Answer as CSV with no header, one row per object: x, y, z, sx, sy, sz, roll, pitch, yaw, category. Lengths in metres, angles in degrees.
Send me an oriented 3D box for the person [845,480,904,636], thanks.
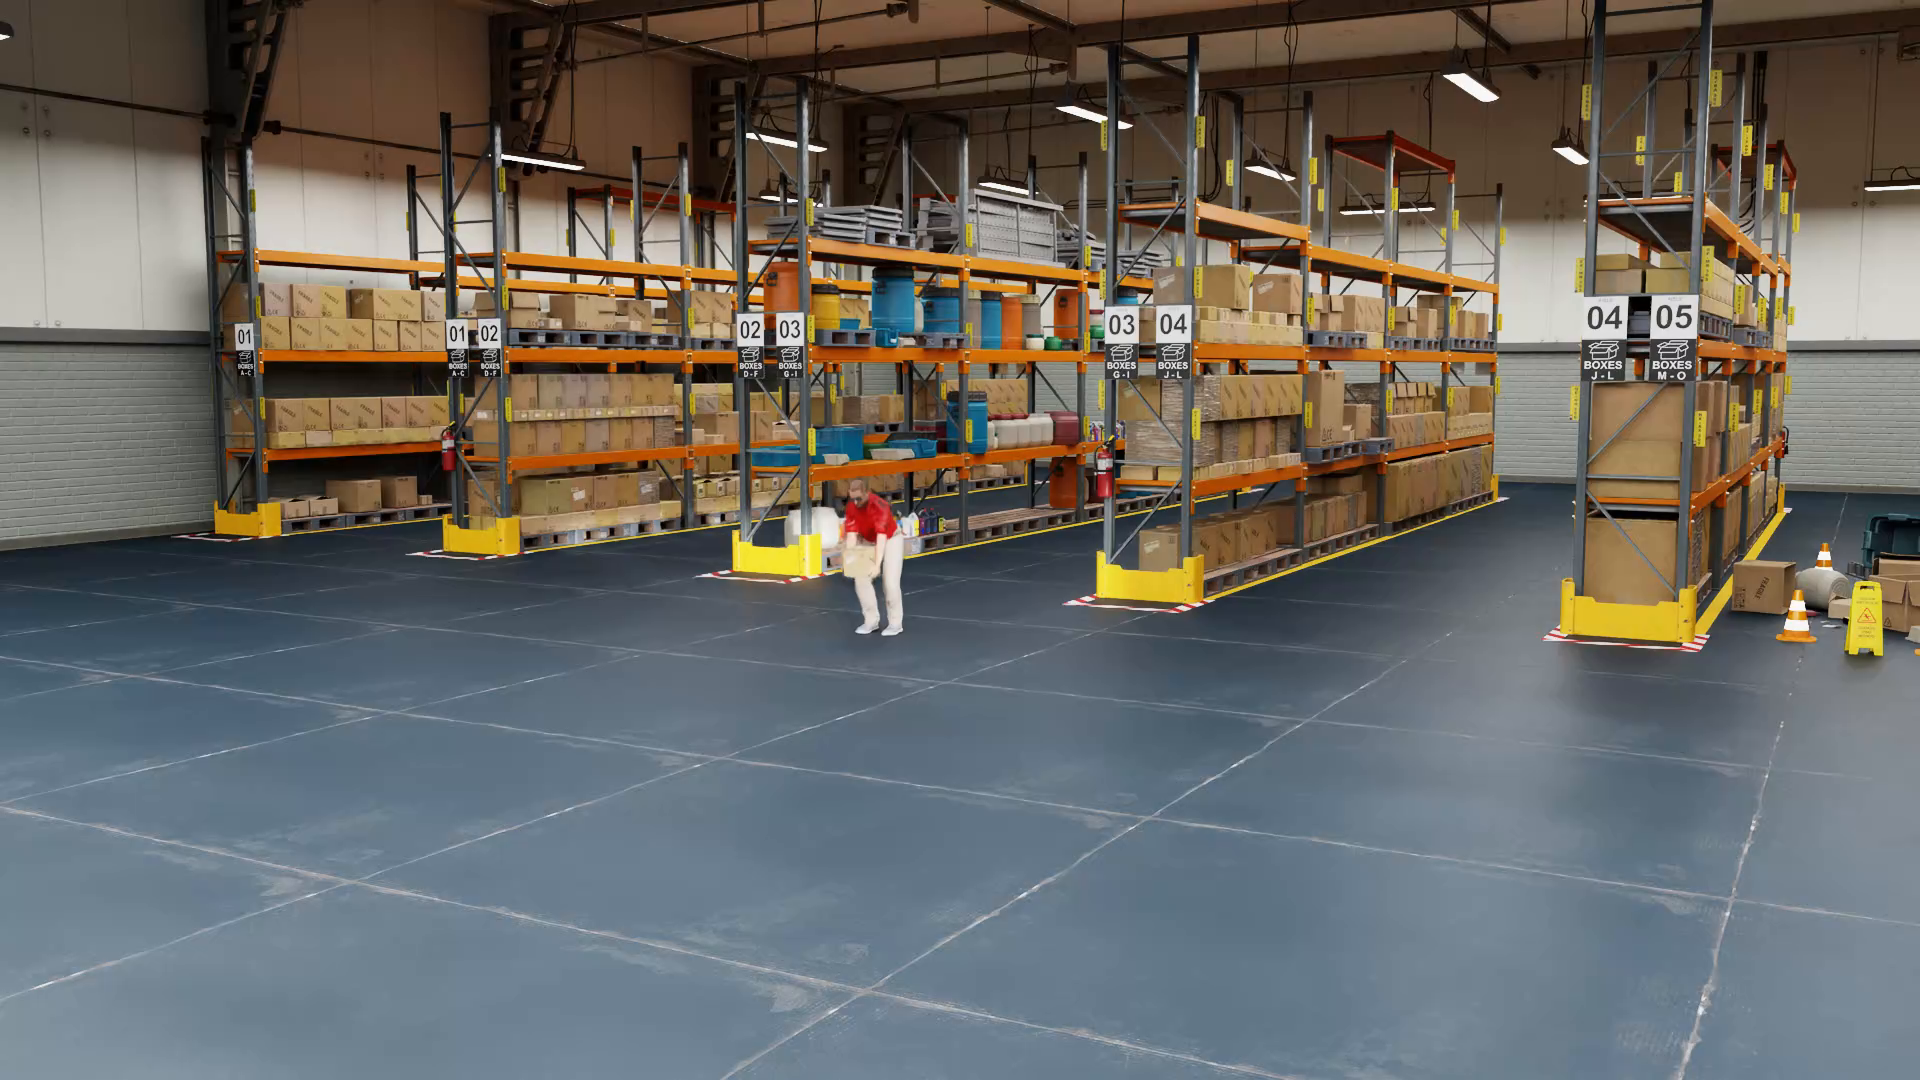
-0.828,0.164,15.760,0.479,1.502,0.778,3,7,27,person
